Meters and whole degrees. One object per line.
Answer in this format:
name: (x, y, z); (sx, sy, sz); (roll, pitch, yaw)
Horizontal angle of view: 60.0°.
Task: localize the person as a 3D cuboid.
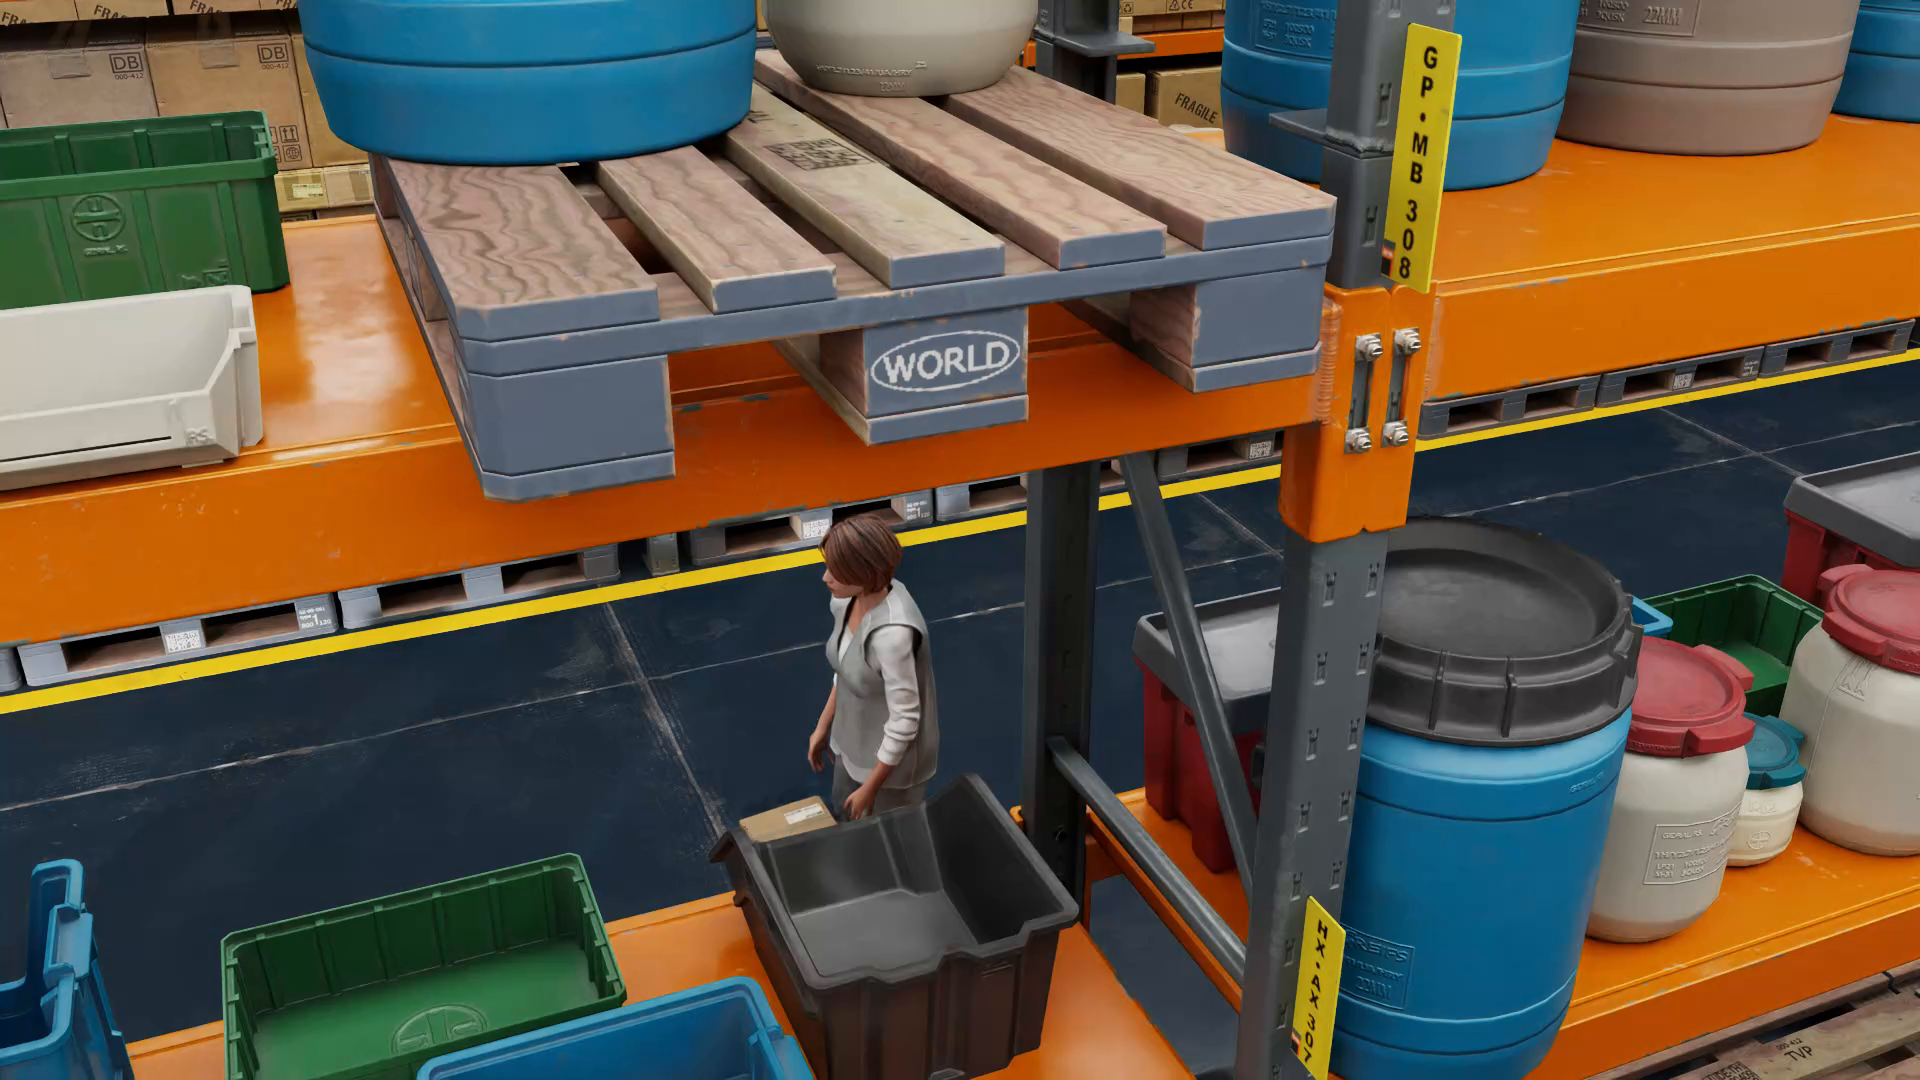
person: (-0.246, 0.645, 4.813); (0.336, 1.599, 0.450); (-11, 28, -22)
